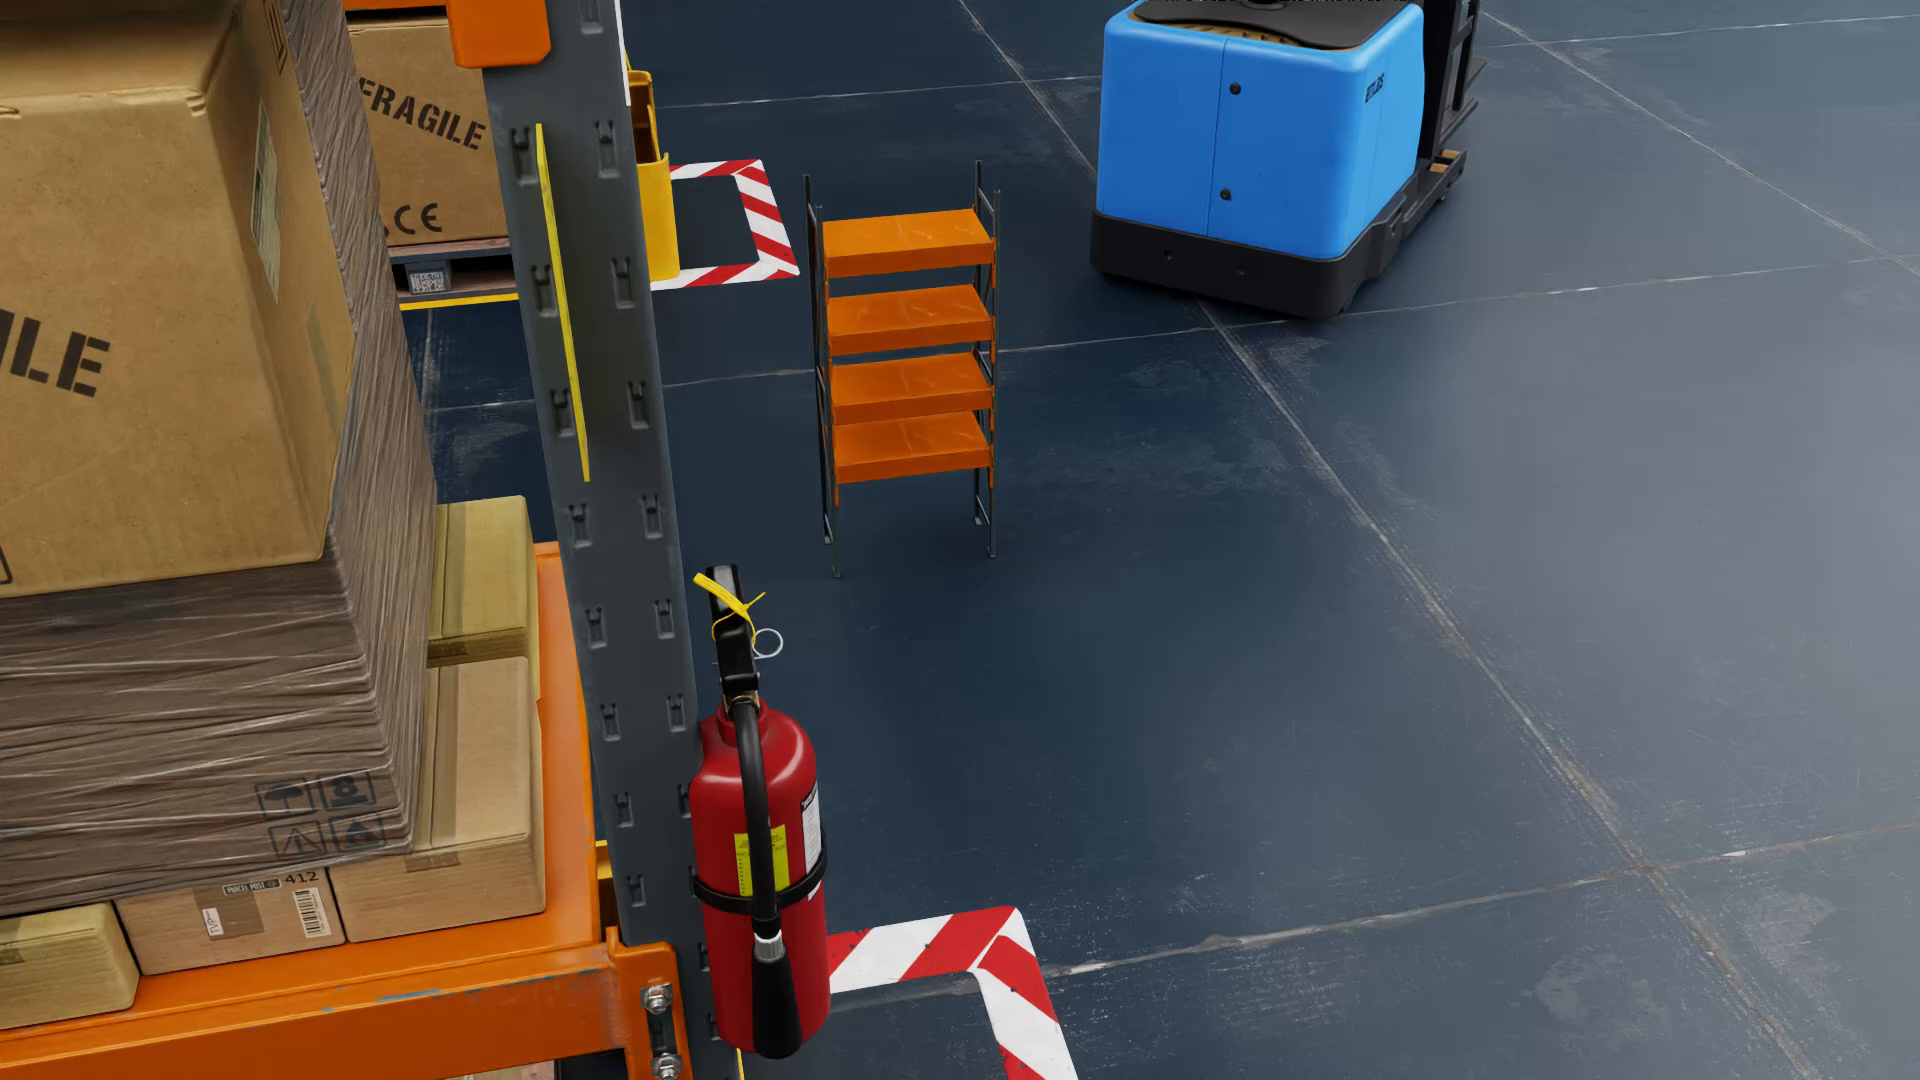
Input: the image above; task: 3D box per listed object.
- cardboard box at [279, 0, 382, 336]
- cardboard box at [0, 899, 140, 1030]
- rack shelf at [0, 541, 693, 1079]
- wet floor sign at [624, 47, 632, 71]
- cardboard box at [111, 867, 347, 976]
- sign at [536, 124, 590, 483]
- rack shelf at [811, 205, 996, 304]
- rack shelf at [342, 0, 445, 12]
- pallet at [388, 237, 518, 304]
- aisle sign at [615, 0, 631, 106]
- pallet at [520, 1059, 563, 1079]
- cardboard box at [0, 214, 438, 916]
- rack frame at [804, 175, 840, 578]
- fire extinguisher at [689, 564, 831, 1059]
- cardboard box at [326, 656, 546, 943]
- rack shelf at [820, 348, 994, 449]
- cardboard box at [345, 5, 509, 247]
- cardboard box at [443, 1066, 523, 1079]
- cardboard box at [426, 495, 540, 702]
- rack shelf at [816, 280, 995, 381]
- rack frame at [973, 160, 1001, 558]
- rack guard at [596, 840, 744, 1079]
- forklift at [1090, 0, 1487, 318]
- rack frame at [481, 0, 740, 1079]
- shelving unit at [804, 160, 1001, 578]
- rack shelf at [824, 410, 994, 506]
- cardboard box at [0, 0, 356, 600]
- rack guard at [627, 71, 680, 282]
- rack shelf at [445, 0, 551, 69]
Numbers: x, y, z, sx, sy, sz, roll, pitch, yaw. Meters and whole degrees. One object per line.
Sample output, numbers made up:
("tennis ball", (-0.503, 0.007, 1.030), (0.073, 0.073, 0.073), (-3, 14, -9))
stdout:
("cardboard box", (-1.070, -0.569, 2.152), (0.500, 0.500, 0.500), (-7, 35, -11))
("cardboard box", (-1.183, 0.432, 2.139), (0.250, 0.149, 0.380), (-7, 35, -11))
("rack shelf", (-2.425, 0.636, 2.256), (4.000, 0.370, 1.077), (-7, 35, -11))
("wet floor sign", (-1.878, -2.719, 8.722), (0.232, 0.644, 0.267), (-13, 36, -19))
("cardboard box", (-0.950, 0.373, 2.227), (0.250, 0.149, 0.380), (-7, 35, -11))
("sign", (-0.371, -0.216, 1.558), (0.005, 0.325, 0.100), (-7, 35, -11))
("rack shelf", (-0.161, -0.804, 4.666), (0.480, 0.148, 0.258), (-7, 35, -11))
("rack shelf", (-3.420, -2.072, 6.291), (4.000, 0.370, 1.077), (-7, 35, -11))
("pallet", (-2.232, -1.318, 7.024), (1.213, 0.211, 1.003), (-7, 35, -11))
("aisle sign", (-0.347, -0.832, 1.466), (0.004, 0.787, 0.394), (-7, 35, -11))
("pallet", (-1.348, 1.339, 3.065), (1.213, 0.211, 1.003), (-7, 35, -11))
("cardboard box", (-1.016, -0.021, 2.232), (0.500, 0.500, 0.875), (-7, 35, -11))
("rack frame", (-0.399, -0.448, 4.841), (0.015, 1.200, 0.240), (-7, 35, -11))
("fire extinguisher", (-0.261, 0.360, 2.091), (0.183, 0.674, 0.296), (-7, 35, -11))
("cardboard box", (-0.706, 0.343, 2.272), (0.250, 0.149, 0.380), (-7, 35, -11))
("rack shelf", (-0.161, -0.422, 4.923), (0.480, 0.148, 0.258), (-7, 35, -11))
("cardboard box", (-2.116, -1.789, 6.755), (0.875, 0.875, 0.875), (-7, 34, -10))
("cardboard box", (-1.087, 1.023, 2.900), (0.500, 0.500, 0.500), (-1, 34, -2))
("cardboard box", (-0.805, 0.101, 2.633), (0.250, 0.149, 0.380), (-7, 35, -11))
("rack shelf", (-0.161, -0.608, 4.798), (0.480, 0.148, 0.258), (-7, 35, -11))
("rack frame", (0.077, -0.508, 4.930), (0.015, 1.200, 0.240), (-7, 35, -11))
("rack guard", (-0.548, 1.139, 3.104), (0.348, 0.500, 1.175), (-7, 35, -11))
("forklift", (1.683, -2.867, 6.892), (1.130, 2.935, 3.031), (17, 37, 24))
("rack frame", (-0.474, 0.092, 2.422), (0.127, 3.000, 1.000), (-7, 35, -11))
("shelving unit", (-0.161, -0.478, 4.885), (0.503, 1.200, 0.258), (-7, 35, -11))
("rack shelf", (-0.161, -0.257, 5.033), (0.480, 0.148, 0.258), (-7, 35, -11))
("cardboard box", (-0.956, -0.287, 1.731), (0.500, 0.500, 0.500), (-7, 35, -11))
("rack guard", (-1.446, -1.582, 7.158), (0.348, 0.500, 1.175), (-7, 35, -11))
("rack shelf", (-2.425, -0.609, 1.420), (4.000, 0.370, 1.077), (-7, 35, -11))
